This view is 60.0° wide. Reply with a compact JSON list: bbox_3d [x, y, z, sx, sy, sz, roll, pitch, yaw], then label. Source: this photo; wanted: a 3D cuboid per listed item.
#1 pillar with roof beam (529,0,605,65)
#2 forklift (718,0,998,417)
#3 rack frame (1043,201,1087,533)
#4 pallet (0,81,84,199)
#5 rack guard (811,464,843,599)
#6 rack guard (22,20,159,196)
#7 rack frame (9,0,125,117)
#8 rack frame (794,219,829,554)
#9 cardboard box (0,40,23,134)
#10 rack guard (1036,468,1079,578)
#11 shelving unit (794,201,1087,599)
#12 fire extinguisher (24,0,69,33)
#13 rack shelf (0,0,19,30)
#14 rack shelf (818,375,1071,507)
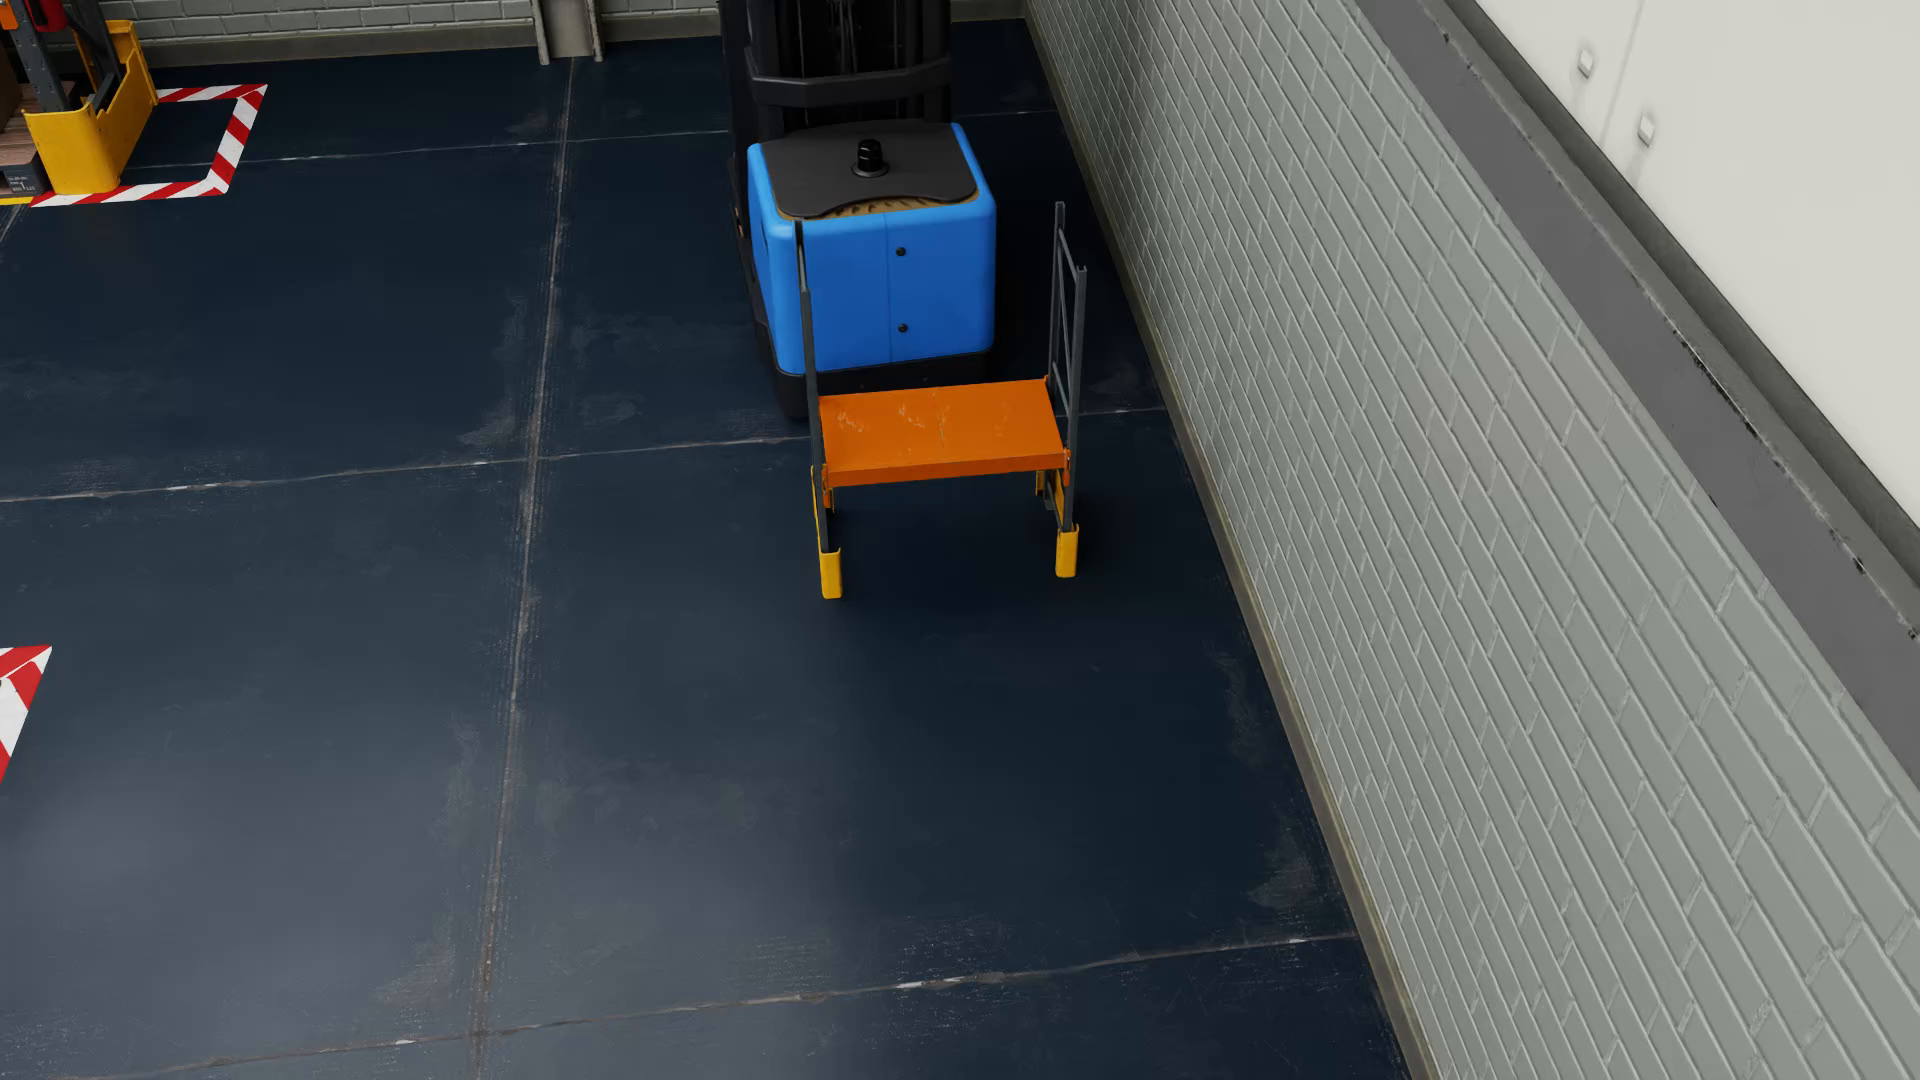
[{"bbox_3d":[-1.941,-3.636,4.563,0.400,9.000,9.100,-5,42,-6],"label":"pillar with roof beam"},{"bbox_3d":[-0.637,-2.660,8.010,1.130,2.935,3.031,-8,43,-9],"label":"forklift"},{"bbox_3d":[0.419,-0.594,6.788,0.032,1.500,0.500,-5,42,-6],"label":"rack frame"},{"bbox_3d":[-5.847,-2.302,9.645,1.213,0.211,1.003,-5,42,-6],"label":"pallet"},{"bbox_3d":[-0.569,-0.043,7.111,0.087,0.250,0.587,-5,42,-6],"label":"rack guard"},{"bbox_3d":[-5.041,-2.533,9.685,0.348,0.500,1.175,-5,42,-6],"label":"rack guard"},{"bbox_3d":[-5.064,-3.459,8.845,0.127,3.000,1.000,-5,42,-6],"label":"rack frame"},{"bbox_3d":[-0.589,-0.505,6.691,0.032,1.500,0.500,-5,42,-6],"label":"rack frame"},{"bbox_3d":[-5.745,-2.559,9.401,0.500,0.500,0.700,-5,42,-6],"label":"cardboard box"},{"bbox_3d":[0.418,-0.129,7.207,0.087,0.250,0.587,-5,42,-6],"label":"rack guard"},{"bbox_3d":[-0.076,-0.550,6.740,1.083,1.500,0.587,-5,42,-6],"label":"shelving unit"},{"bbox_3d":[-4.855,-2.998,8.671,0.183,0.674,0.296,-5,42,-6],"label":"fire extinguisher"},{"bbox_3d":[-7.047,-3.018,8.894,4.000,0.370,1.077,-5,42,-6],"label":"rack shelf"},{"bbox_3d":[-0.085,-0.416,6.860,1.000,0.185,0.538,-5,42,-6],"label":"rack shelf"}]
